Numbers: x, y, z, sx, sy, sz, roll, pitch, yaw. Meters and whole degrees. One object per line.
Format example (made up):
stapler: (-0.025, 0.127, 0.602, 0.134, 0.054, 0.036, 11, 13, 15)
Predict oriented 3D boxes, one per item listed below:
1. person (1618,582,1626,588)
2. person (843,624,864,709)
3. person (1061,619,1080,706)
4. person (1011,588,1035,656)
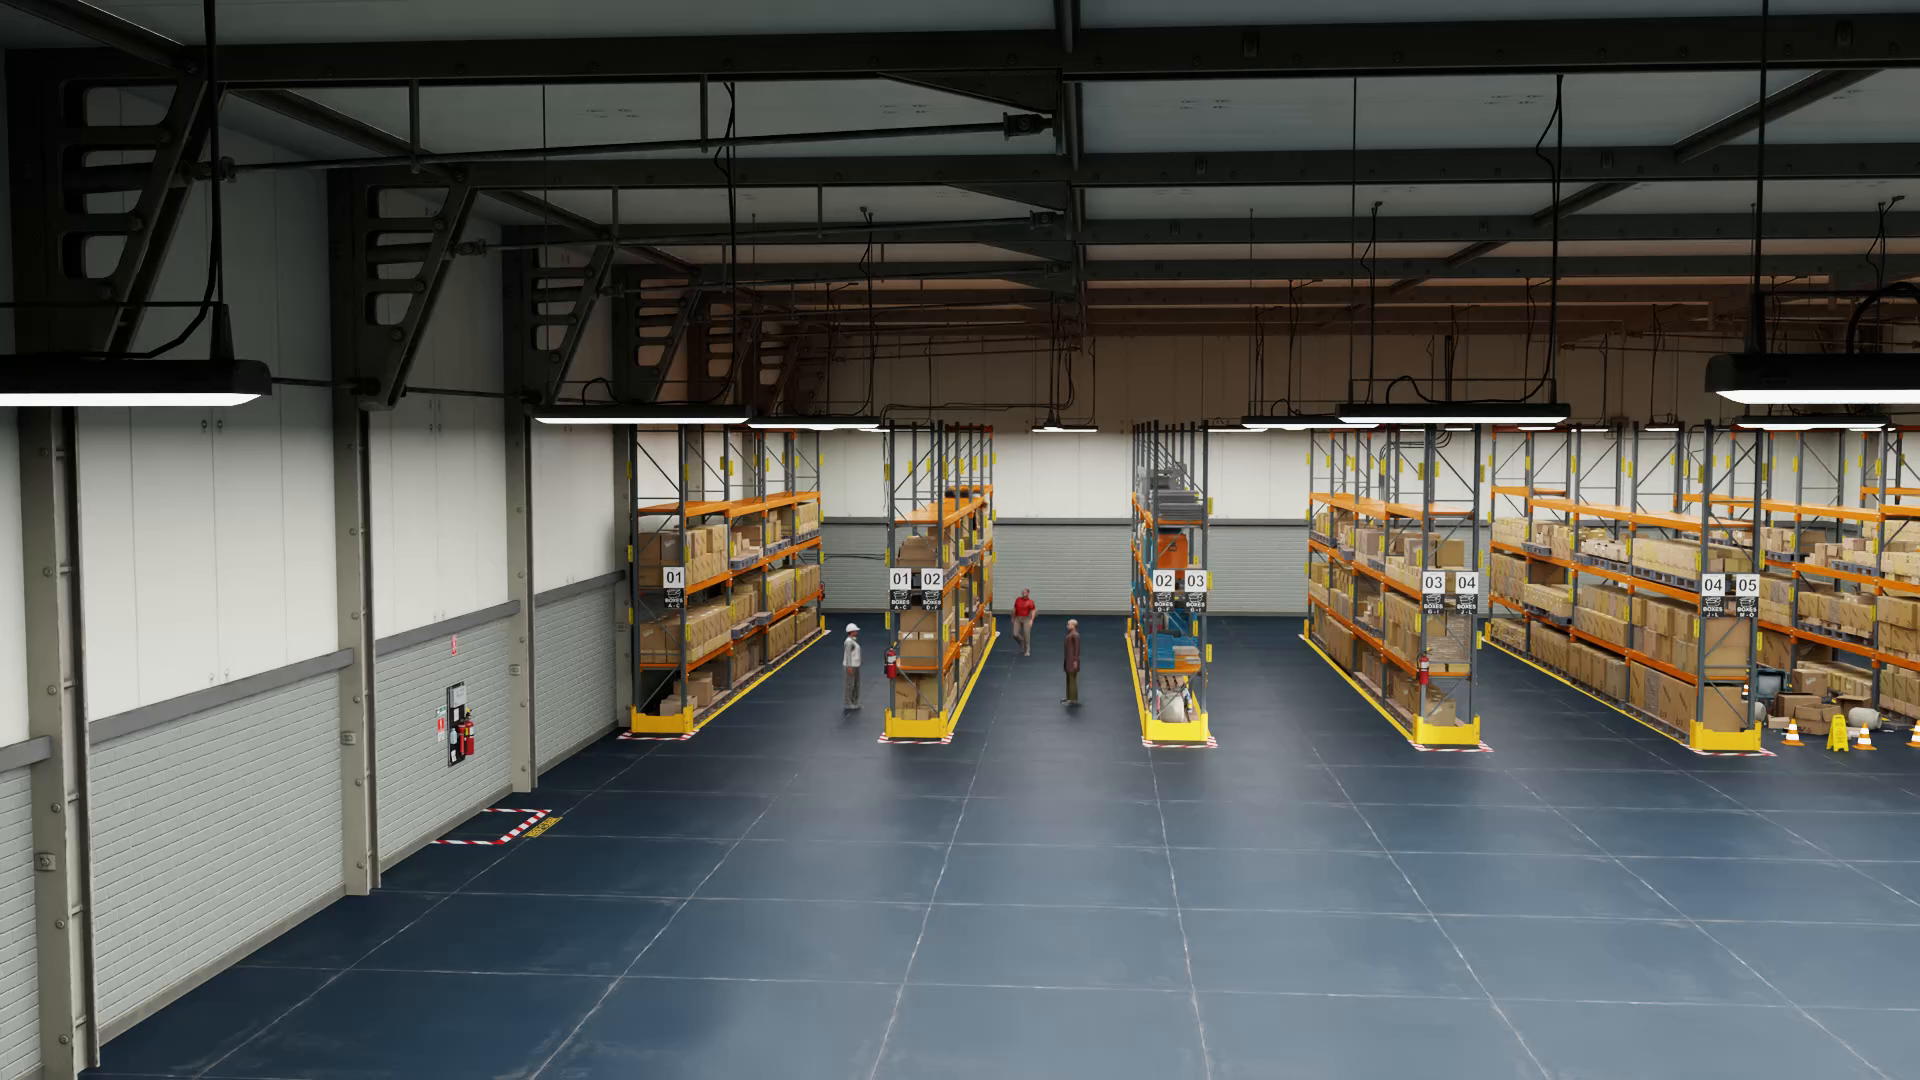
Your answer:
person: (19.179, 1.765, 48.325, 0.548, 1.771, 0.531, -1, 4, -12)
person: (-2.237, 2.659, 34.769, 0.408, 1.817, 0.601, 1, 4, 8)
person: (2.328, 2.642, 35.435, 0.422, 1.705, 0.624, -1, 4, -8)
person: (1.624, 2.109, 42.972, 0.664, 1.720, 0.626, 1, 4, 11)
